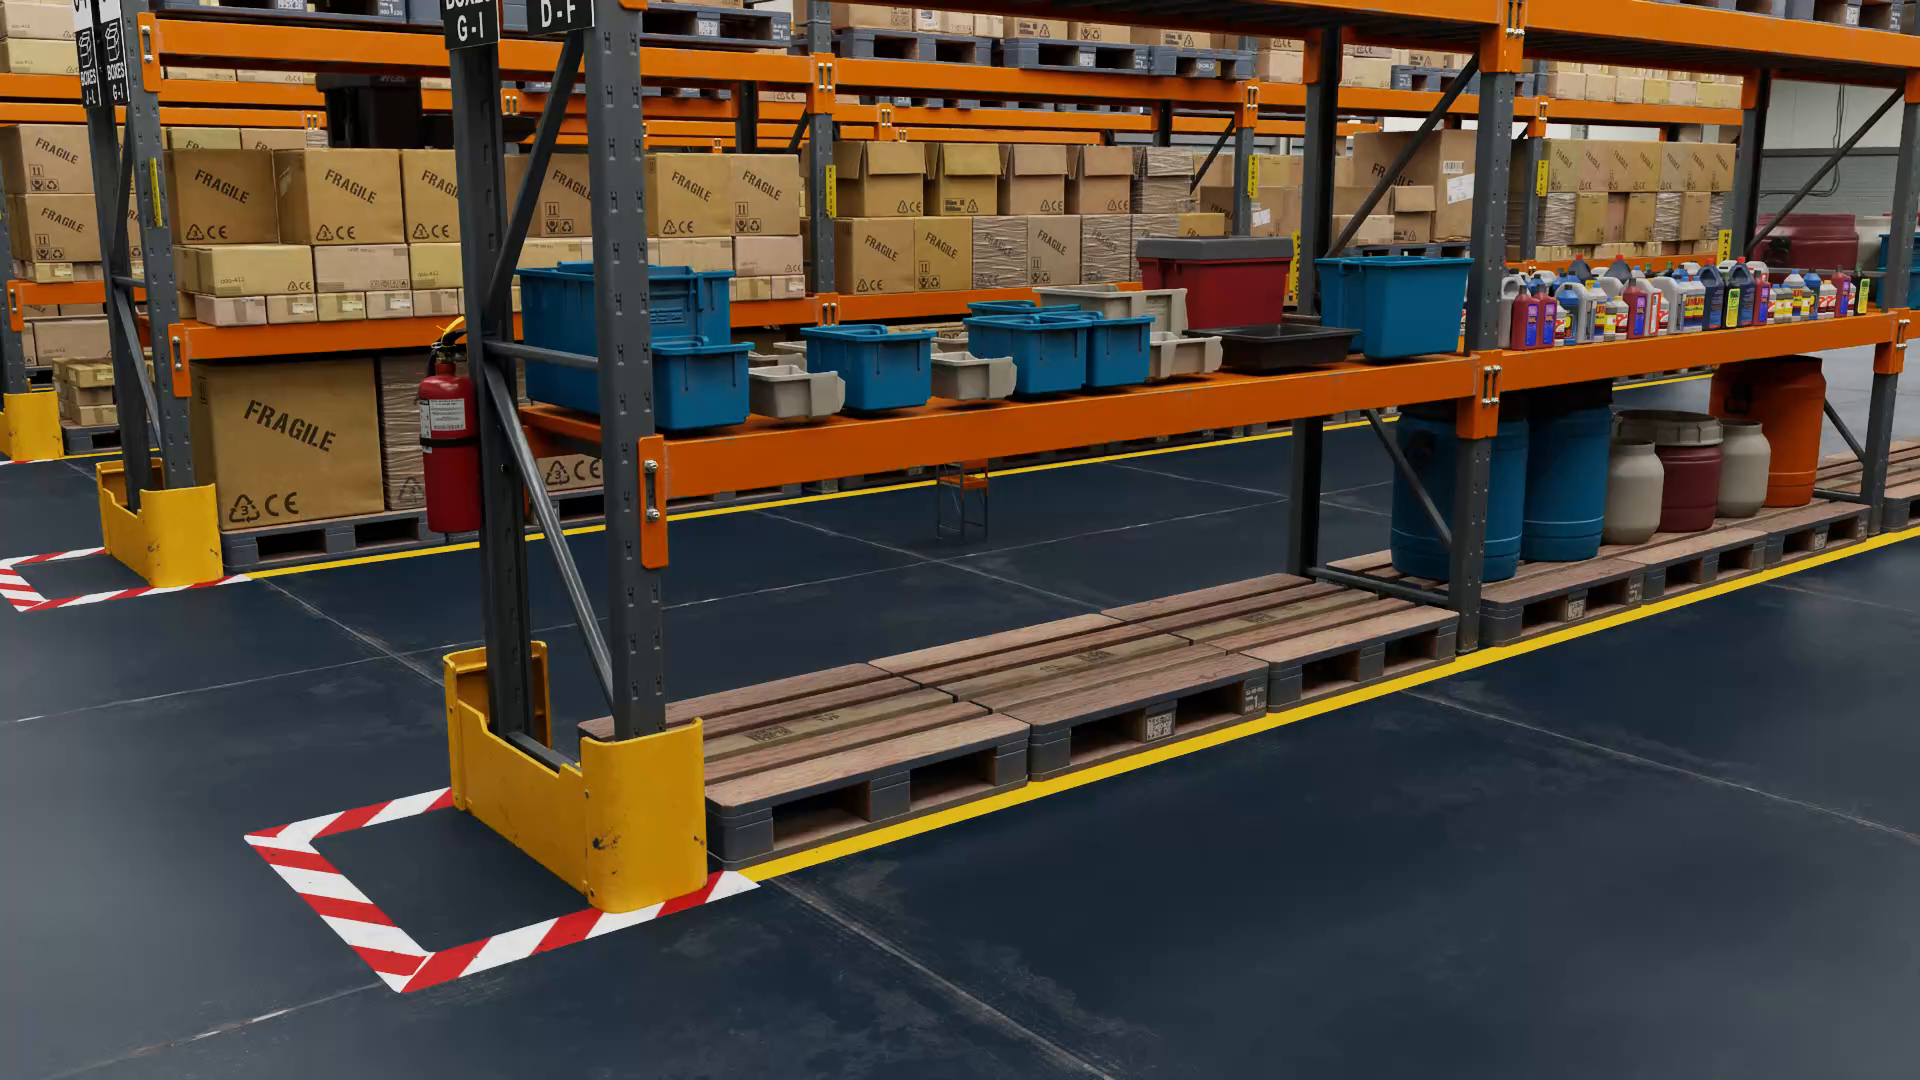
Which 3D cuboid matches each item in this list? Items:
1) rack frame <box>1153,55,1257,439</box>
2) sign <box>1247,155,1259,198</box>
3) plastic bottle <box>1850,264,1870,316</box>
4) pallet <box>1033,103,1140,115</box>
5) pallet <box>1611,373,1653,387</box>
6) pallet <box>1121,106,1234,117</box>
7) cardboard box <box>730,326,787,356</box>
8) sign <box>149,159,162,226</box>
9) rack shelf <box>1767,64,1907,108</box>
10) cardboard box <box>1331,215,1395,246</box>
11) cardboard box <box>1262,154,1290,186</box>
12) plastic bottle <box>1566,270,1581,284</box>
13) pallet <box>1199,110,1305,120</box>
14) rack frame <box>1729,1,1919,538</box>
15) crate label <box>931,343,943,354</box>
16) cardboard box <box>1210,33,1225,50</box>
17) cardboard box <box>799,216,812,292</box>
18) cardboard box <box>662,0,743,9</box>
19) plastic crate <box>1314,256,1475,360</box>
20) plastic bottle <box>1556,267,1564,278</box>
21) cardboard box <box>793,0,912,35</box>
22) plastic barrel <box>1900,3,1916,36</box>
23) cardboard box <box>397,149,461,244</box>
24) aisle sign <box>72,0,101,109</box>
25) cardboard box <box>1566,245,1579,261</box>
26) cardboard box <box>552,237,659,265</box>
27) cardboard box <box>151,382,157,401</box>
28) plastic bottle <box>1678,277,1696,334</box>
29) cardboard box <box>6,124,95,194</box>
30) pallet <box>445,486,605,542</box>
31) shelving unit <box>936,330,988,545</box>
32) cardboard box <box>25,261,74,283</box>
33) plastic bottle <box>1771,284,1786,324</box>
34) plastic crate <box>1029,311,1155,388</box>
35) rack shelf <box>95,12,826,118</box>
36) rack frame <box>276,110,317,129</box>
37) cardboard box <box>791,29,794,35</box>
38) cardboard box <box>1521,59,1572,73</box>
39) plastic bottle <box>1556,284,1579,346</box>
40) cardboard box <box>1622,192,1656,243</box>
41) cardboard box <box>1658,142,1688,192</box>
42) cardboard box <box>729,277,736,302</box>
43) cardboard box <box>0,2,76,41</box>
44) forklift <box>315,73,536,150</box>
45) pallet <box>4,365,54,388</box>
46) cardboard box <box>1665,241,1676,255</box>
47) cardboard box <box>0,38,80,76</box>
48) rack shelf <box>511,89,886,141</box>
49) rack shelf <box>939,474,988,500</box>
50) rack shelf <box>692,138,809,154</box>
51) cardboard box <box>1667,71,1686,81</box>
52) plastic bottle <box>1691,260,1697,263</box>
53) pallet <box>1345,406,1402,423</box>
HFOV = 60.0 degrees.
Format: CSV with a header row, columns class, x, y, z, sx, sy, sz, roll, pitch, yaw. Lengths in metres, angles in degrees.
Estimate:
class,x,y,z,sx,sy,sz,roll,pitch,yaw
rack frame,1.951,-2.374,13.587,0.127,3.000,1.000,-9,15,-38
sign,2.300,-2.851,13.045,0.005,0.325,0.100,-9,15,-38
plastic bottle,4.996,-1.392,9.243,0.133,0.283,0.061,-9,15,-38
pallet,1.370,-4.957,18.992,1.217,0.209,0.805,-10,16,-40
pallet,6.530,-1.781,17.508,1.213,0.211,1.003,-9,15,-38
pallet,2.700,-5.239,20.071,1.213,0.211,1.003,-9,15,-38
cardboard box,-1.738,-0.948,10.977,0.875,0.875,0.875,-9,15,-38
sign,-3.954,-1.707,8.173,0.005,0.325,0.100,-9,15,-38
rack shelf,6.607,-2.946,10.789,4.000,0.370,1.077,-9,15,-38
cardboard box,3.403,-2.686,14.407,0.500,0.250,0.500,-10,16,-39
cardboard box,3.638,-4.562,20.933,0.500,0.550,0.875,-9,15,-38
plastic bottle,3.208,-1.280,8.743,0.097,0.271,0.097,0,12,0
pallet,3.652,-5.396,20.813,1.213,0.211,1.003,-9,15,-38
rack frame,5.045,-1.571,9.804,0.127,3.000,1.000,-9,15,-38
crate label,-0.240,-0.643,5.928,0.243,0.136,0.396,-9,15,-38
cardboard box,2.167,-4.237,13.696,0.500,0.500,0.500,-9,15,-36
cardboard box,-0.978,-2.009,11.627,0.500,0.500,0.500,-9,15,-37
cardboard box,-1.746,-3.514,10.243,0.500,0.500,0.700,-11,16,-41
plastic crate,1.770,-0.957,6.809,0.575,0.384,0.392,-9,15,-38
plastic bottle,3.145,-1.296,8.791,0.133,0.283,0.061,-9,15,-38
cardboard box,-0.726,-3.653,11.139,0.500,0.500,0.700,-9,15,-36
plastic barrel,5.479,-3.083,9.436,0.421,0.512,0.421,0,12,0
cardboard box,-2.961,-1.926,9.319,0.500,0.500,0.500,-10,16,-39
aisle sign,-4.539,-2.647,8.613,0.004,0.787,0.394,-9,15,-38
cardboard box,5.812,-2.816,16.276,0.250,0.149,0.380,-9,15,-38
cardboard box,-2.154,-1.693,10.027,0.500,0.250,0.500,-9,15,-37
cardboard box,-6.361,-1.209,13.236,0.250,0.149,0.380,-9,15,-37
plastic bottle,3.533,-1.148,8.122,0.097,0.271,0.097,0,12,0
cardboard box,-6.799,-2.852,12.475,0.500,0.500,0.500,-10,15,-38
pallet,-2.768,-0.246,10.278,1.213,0.211,1.003,-9,15,-38
shelving unit,0.011,-0.589,9.513,0.189,1.200,0.258,-9,15,-38
cardboard box,-6.858,-2.019,12.522,0.250,0.149,0.380,-10,15,-38
plastic bottle,4.258,-1.234,8.697,0.097,0.201,0.097,0,12,0
plastic crate,0.459,-0.668,5.814,0.300,0.233,0.416,-9,15,-38
rack shelf,-2.734,-2.711,9.684,4.000,0.370,1.077,-9,15,-38
rack frame,-7.363,-3.462,18.712,0.127,3.000,1.000,-9,15,-38
cardboard box,-1.613,-4.919,16.265,0.258,0.266,0.396,-9,15,-38
cardboard box,5.521,-4.474,15.657,0.250,0.149,0.380,-10,16,-39
plastic bottle,2.733,-1.015,7.496,0.097,0.271,0.097,0,12,0
cardboard box,6.621,-3.334,17.153,0.500,0.500,0.875,-9,15,-38
cardboard box,7.144,-3.854,17.192,0.500,0.500,0.500,-9,15,-38
cardboard box,-1.607,-1.573,10.418,0.250,0.149,0.380,-10,15,-39
cardboard box,-6.803,-3.808,12.277,0.500,0.250,0.500,-9,15,-37
forklift,-3.745,-2.063,12.290,3.031,2.935,1.130,-10,16,-40
pallet,-9.911,-1.696,17.106,1.213,0.211,1.003,-9,15,-38
cardboard box,7.320,-3.090,17.563,0.250,0.149,0.380,-9,15,-38
cardboard box,-6.805,-3.564,12.332,0.500,0.250,0.500,-9,15,-36
rack shelf,-2.630,-4.047,15.978,4.000,0.370,1.077,-9,15,-38
rack shelf,0.011,-0.311,9.572,0.180,0.103,0.258,-9,15,-38
rack shelf,-2.658,-6.680,28.375,4.000,0.370,1.077,-9,15,-38
cardboard box,7.156,-4.747,16.941,0.250,0.149,0.380,-10,16,-40
plastic bottle,4.220,-1.475,9.632,0.133,0.283,0.061,-9,15,-38
pallet,3.514,-1.269,15.094,1.213,0.211,1.003,-9,15,-38
